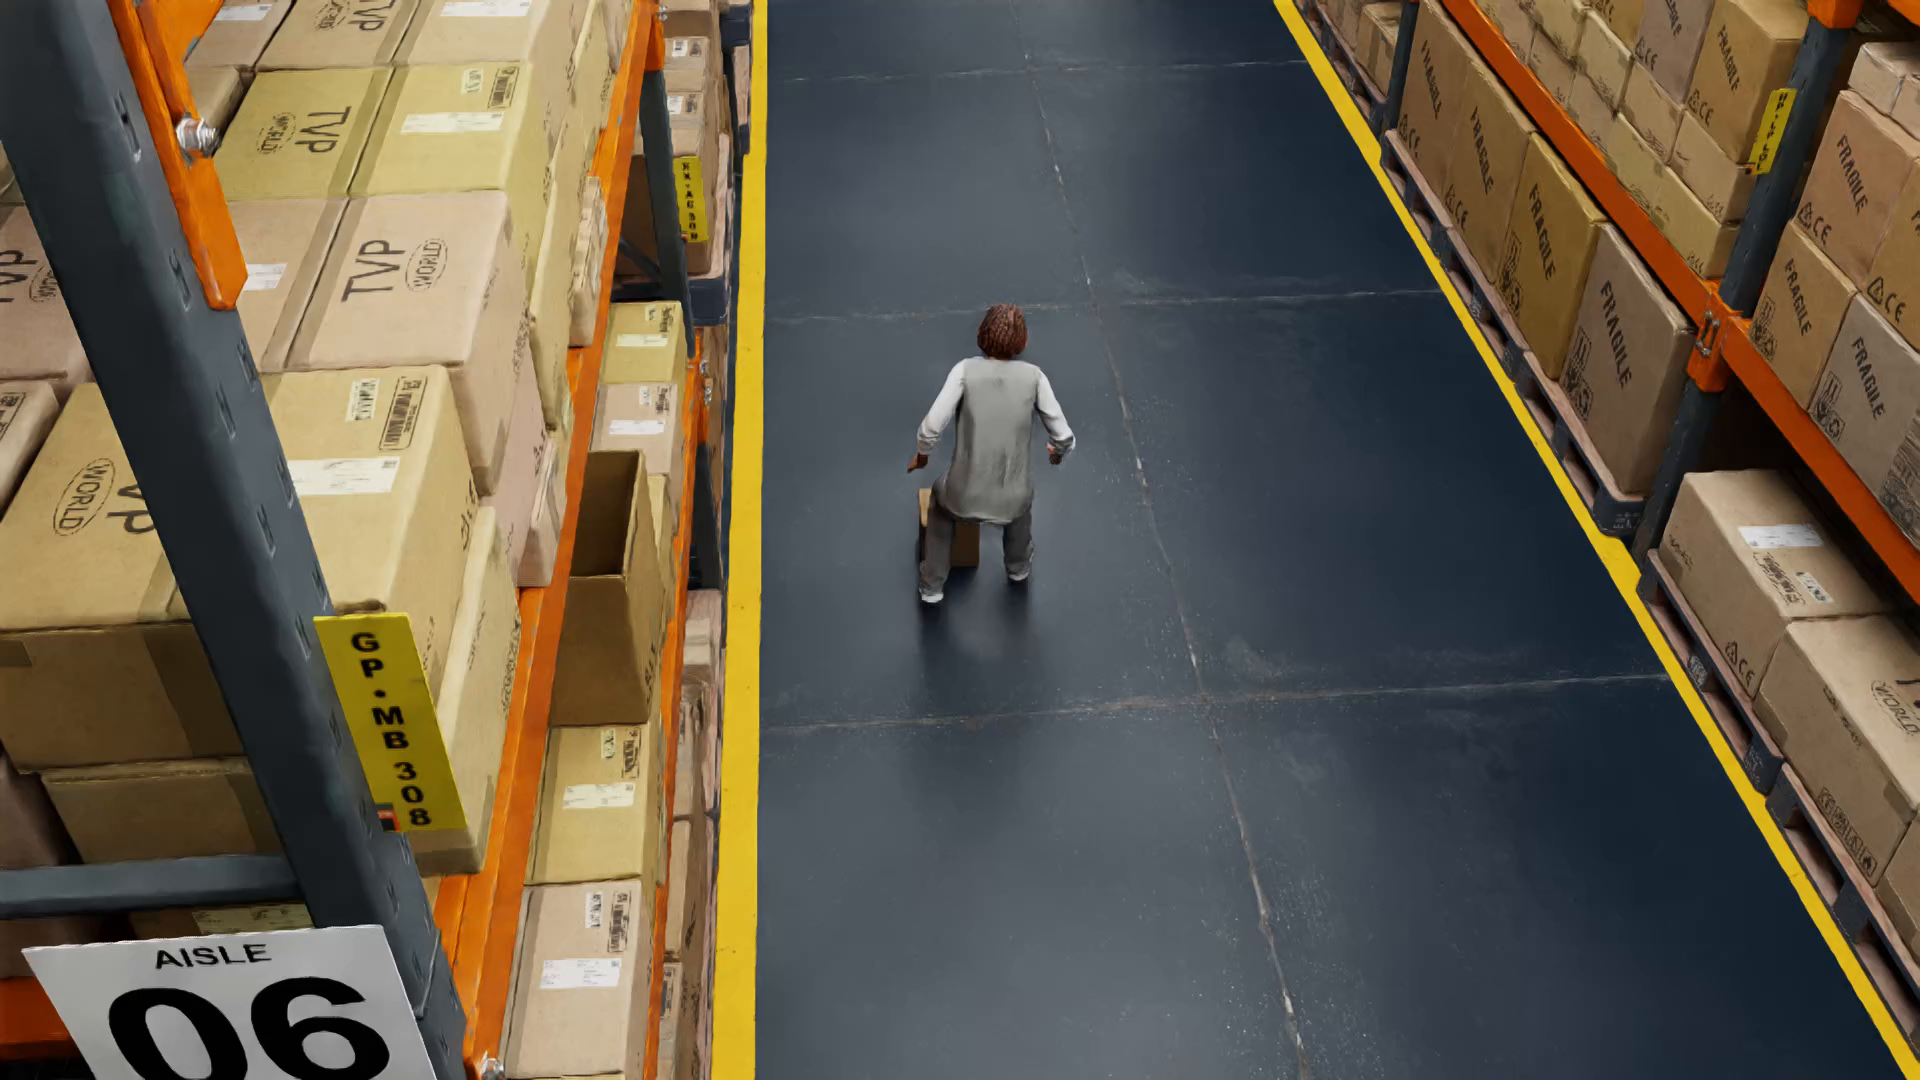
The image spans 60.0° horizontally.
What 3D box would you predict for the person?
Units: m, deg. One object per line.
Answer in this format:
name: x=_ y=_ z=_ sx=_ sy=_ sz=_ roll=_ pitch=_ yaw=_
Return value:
person: x=0.121 y=-0.301 z=6.684 sx=0.656 sy=1.419 sz=0.687 roll=0 pitch=40 yaw=0
